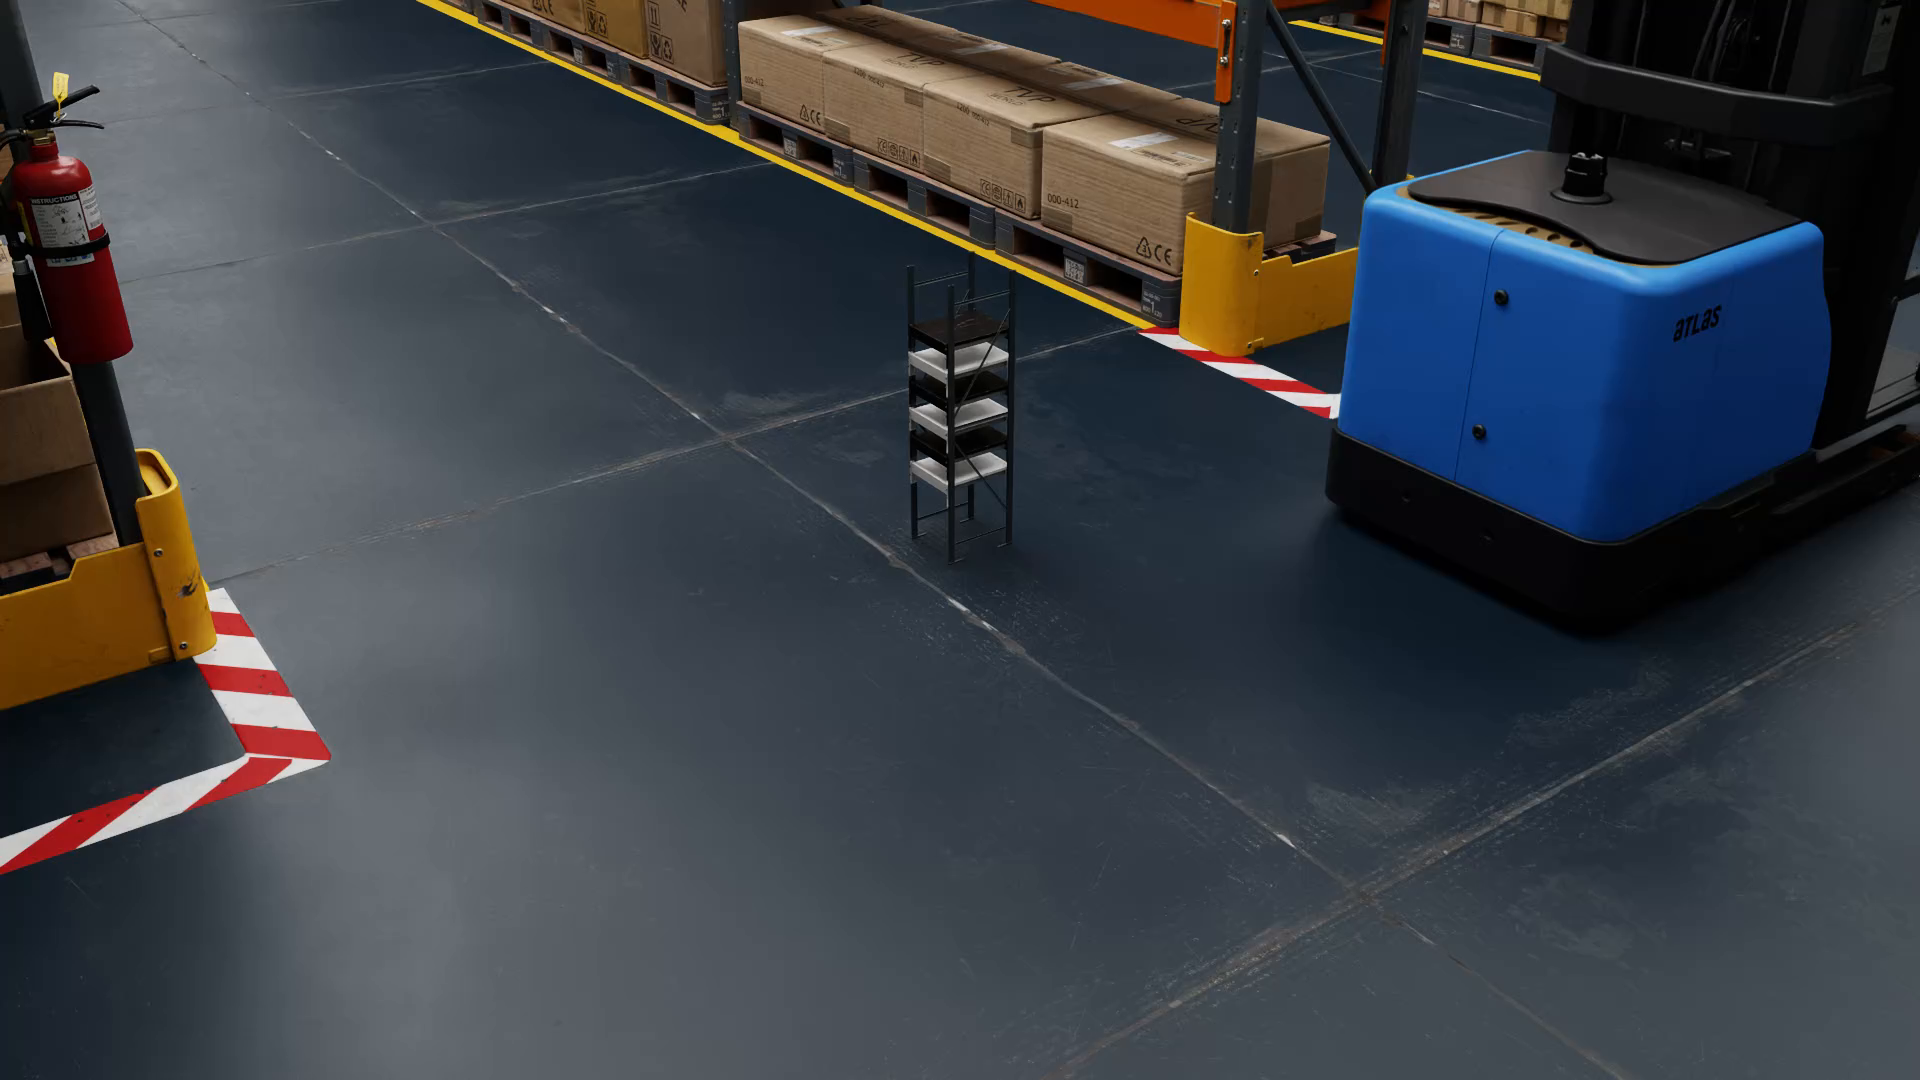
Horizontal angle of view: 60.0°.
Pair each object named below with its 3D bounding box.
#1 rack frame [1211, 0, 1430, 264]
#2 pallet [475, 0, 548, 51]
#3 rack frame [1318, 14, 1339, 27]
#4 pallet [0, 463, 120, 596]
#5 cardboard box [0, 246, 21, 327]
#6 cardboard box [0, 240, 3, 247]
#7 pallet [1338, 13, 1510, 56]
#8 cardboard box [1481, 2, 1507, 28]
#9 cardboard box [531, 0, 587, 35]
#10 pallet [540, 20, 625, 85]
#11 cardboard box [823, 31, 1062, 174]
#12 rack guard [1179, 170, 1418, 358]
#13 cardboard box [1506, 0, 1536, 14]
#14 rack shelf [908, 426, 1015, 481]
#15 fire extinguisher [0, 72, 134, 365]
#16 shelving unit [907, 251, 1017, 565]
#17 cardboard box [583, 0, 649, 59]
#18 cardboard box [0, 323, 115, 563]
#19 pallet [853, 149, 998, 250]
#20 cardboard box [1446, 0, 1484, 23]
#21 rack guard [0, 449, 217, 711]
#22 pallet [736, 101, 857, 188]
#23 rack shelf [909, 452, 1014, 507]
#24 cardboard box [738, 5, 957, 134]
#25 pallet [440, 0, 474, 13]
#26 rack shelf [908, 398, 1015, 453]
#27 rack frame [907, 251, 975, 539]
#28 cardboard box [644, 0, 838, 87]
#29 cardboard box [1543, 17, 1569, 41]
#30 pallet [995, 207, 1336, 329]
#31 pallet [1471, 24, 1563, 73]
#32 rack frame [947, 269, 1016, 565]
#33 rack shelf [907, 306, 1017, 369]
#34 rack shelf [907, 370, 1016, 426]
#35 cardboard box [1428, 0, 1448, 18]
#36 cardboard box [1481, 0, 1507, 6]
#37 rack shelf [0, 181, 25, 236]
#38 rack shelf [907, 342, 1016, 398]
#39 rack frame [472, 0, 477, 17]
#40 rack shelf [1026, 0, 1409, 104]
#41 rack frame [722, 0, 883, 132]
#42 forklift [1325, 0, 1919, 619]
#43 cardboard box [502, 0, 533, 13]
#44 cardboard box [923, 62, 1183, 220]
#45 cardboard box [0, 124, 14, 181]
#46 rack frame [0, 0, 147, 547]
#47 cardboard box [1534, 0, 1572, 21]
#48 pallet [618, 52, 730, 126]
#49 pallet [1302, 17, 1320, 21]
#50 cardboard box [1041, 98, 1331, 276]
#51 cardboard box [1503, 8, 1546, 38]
[{"bbox_3d":[1.429,-2.265,6.278,1.000,3.000,0.127,-19,34,-31],"label":"rack frame"},{"bbox_3d":[-2.816,-3.823,12.067,1.003,0.211,1.213,-19,34,-31],"label":"pallet"},{"bbox_3d":[3.082,-5.230,11.737,1.000,3.000,0.127,-19,34,-31],"label":"rack frame"},{"bbox_3d":[-3.119,-0.003,5.035,1.003,0.211,1.213,-19,34,-31],"label":"pallet"},{"bbox_3d":[-3.354,-0.583,5.359,0.700,0.500,0.500,-17,33,-29],"label":"cardboard box"},{"bbox_3d":[-3.579,-0.816,5.789,0.500,0.500,0.500,-18,33,-30],"label":"cardboard box"},{"bbox_3d":[3.501,-3.753,11.940,1.003,0.211,1.213,-19,34,-31],"label":"pallet"},{"bbox_3d":[3.745,-3.566,11.220,0.380,0.149,0.250,-20,35,-33],"label":"cardboard box"},{"bbox_3d":[-2.364,-3.987,11.234,0.875,0.875,0.875,-18,33,-30],"label":"cardboard box"},{"bbox_3d":[-2.112,-3.349,11.195,1.003,0.211,1.213,-19,34,-31],"label":"pallet"},{"bbox_3d":[-0.095,-2.257,8.508,0.875,0.438,0.875,-20,34,-32],"label":"cardboard box"},{"bbox_3d":[1.443,-1.157,6.857,1.175,0.500,0.348,-19,34,-31],"label":"rack guard"},{"bbox_3d":[3.812,-3.570,10.916,0.380,0.149,0.250,-19,34,-31],"label":"cardboard box"},{"bbox_3d":[0.005,-0.284,5.088,0.258,0.077,0.200,-19,34,-31],"label":"rack shelf"},{"bbox_3d":[-2.150,-0.763,3.983,0.296,0.674,0.183,-19,34,-31],"label":"fire extinguisher"},{"bbox_3d":[0.005,-0.392,5.029,0.258,0.900,0.210,-19,34,-31],"label":"shelving unit"},{"bbox_3d":[-1.846,-3.639,10.594,0.875,0.875,0.875,-18,33,-29],"label":"cardboard box"},{"bbox_3d":[-2.890,-0.241,4.727,0.797,0.503,0.637,-20,34,-33],"label":"cardboard box"},{"bbox_3d":[0.198,-1.803,8.349,1.003,0.211,1.213,-19,34,-31],"label":"pallet"},{"bbox_3d":[3.561,-3.661,11.395,0.380,0.149,0.250,-20,34,-32],"label":"cardboard box"},{"bbox_3d":[-2.656,0.179,4.396,1.175,0.500,0.348,-19,34,-31],"label":"rack guard"},{"bbox_3d":[-0.514,-2.278,9.223,1.003,0.211,1.213,-19,34,-31],"label":"pallet"},{"bbox_3d":[0.005,-0.205,5.131,0.258,0.077,0.200,-19,34,-31],"label":"rack shelf"},{"bbox_3d":[-0.614,-2.605,9.149,0.875,0.438,0.875,-19,34,-31],"label":"cardboard box"},{"bbox_3d":[-3.664,-4.454,13.230,1.003,0.211,1.213,-19,34,-31],"label":"pallet"},{"bbox_3d":[0.005,-0.363,5.045,0.258,0.077,0.200,-19,34,-31],"label":"rack shelf"},{"bbox_3d":[-0.054,-0.432,5.102,0.240,0.900,0.006,-19,34,-31],"label":"rack frame"},{"bbox_3d":[-1.316,-3.290,9.951,0.875,0.875,0.875,-18,33,-29],"label":"cardboard box"},{"bbox_3d":[4.032,-3.357,10.836,0.380,0.149,0.250,-18,33,-29],"label":"cardboard box"},{"bbox_3d":[0.901,-1.329,7.476,1.003,0.211,1.213,-19,34,-31],"label":"pallet"},{"bbox_3d":[4.213,-3.279,11.066,1.003,0.211,1.213,-19,34,-31],"label":"pallet"},{"bbox_3d":[0.064,-0.353,4.957,0.240,0.900,0.006,-19,34,-31],"label":"rack frame"},{"bbox_3d":[0.005,-0.600,4.916,0.258,0.077,0.200,-19,34,-31],"label":"rack shelf"},{"bbox_3d":[0.005,-0.442,5.002,0.258,0.077,0.200,-19,34,-31],"label":"rack shelf"},{"bbox_3d":[3.373,-3.745,11.551,0.380,0.149,0.250,-19,34,-31],"label":"cardboard box"},{"bbox_3d":[3.717,-3.685,11.128,0.380,0.149,0.250,-17,33,-28],"label":"cardboard box"},{"bbox_3d":[-3.772,-1.351,5.349,1.077,0.370,4.000,-19,34,-31],"label":"rack shelf"},{"bbox_3d":[0.005,-0.521,4.959,0.258,0.077,0.200,-19,34,-31],"label":"rack shelf"},{"bbox_3d":[-3.211,-5.375,12.005,1.000,3.000,0.127,-19,34,-31],"label":"rack frame"},{"bbox_3d":[0.269,-2.727,7.881,1.077,0.370,4.000,-19,34,-31],"label":"rack shelf"},{"bbox_3d":[-0.891,-3.820,9.141,1.000,3.000,0.127,-19,34,-31],"label":"rack frame"},{"bbox_3d":[2.663,-1.613,5.149,3.031,2.935,1.130,-20,34,-32],"label":"forklift"},{"bbox_3d":[-2.878,-4.335,11.875,0.875,0.875,0.875,-19,34,-31],"label":"cardboard box"},{"bbox_3d":[0.427,-1.906,7.862,0.875,0.438,0.875,-18,33,-29],"label":"cardboard box"},{"bbox_3d":[-2.579,-0.983,4.180,0.380,0.149,0.250,-19,34,-31],"label":"cardboard box"},{"bbox_3d":[-2.612,-0.890,3.745,1.000,3.000,0.127,-19,34,-31],"label":"rack frame"},{"bbox_3d":[3.934,-3.467,10.726,0.380,0.149,0.250,-18,34,-30],"label":"cardboard box"},{"bbox_3d":[-1.400,-2.874,10.321,1.003,0.211,1.213,-19,34,-31],"label":"pallet"},{"bbox_3d":[2.630,-4.307,12.959,1.003,0.211,1.213,-19,34,-31],"label":"pallet"},{"bbox_3d":[0.965,-1.553,7.211,0.875,0.438,0.875,-20,34,-32],"label":"cardboard box"},{"bbox_3d":[3.818,-3.438,10.985,0.380,0.149,0.250,-20,34,-32],"label":"cardboard box"}]
